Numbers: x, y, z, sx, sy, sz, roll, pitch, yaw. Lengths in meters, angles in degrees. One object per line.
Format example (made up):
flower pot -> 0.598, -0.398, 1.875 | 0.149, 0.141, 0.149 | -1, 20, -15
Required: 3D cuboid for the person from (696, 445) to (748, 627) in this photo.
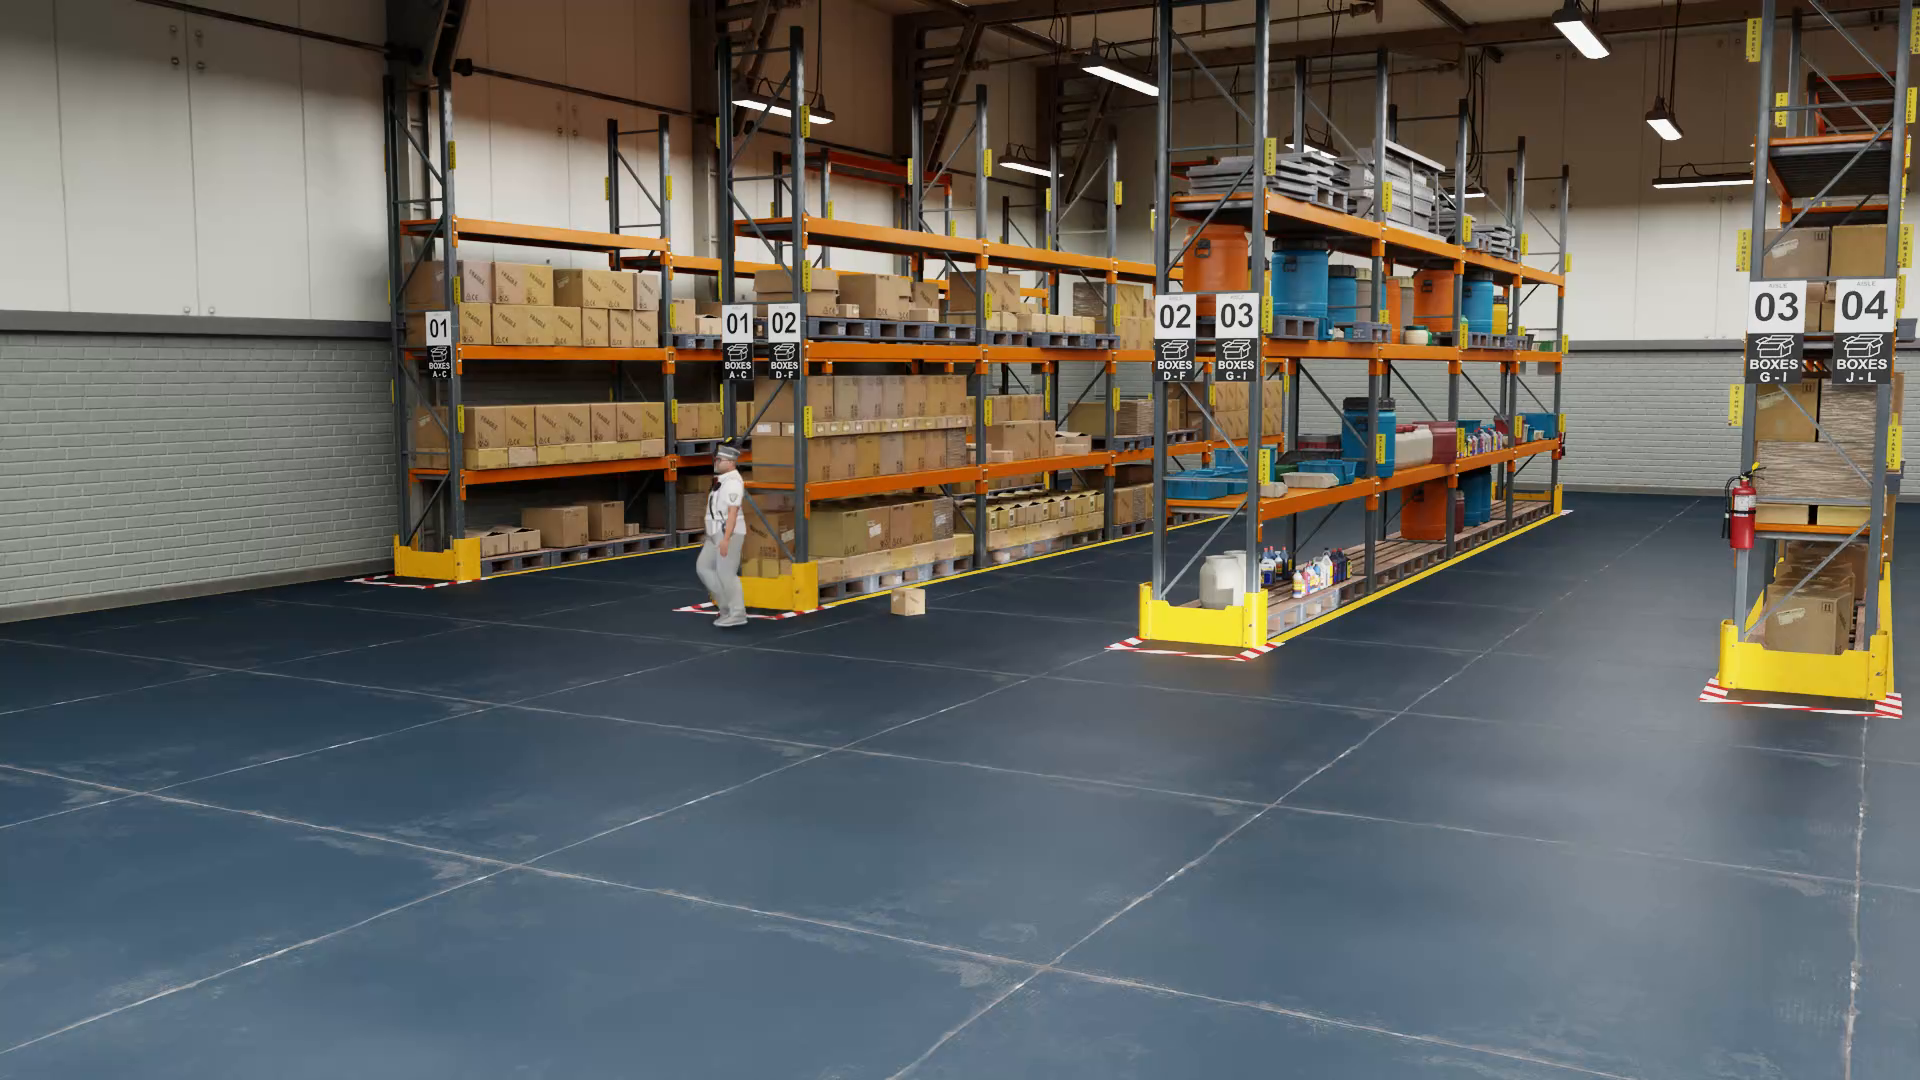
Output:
person -> -2.318, -0.018, 16.178 | 0.464, 1.819, 0.577 | -2, 6, -17
